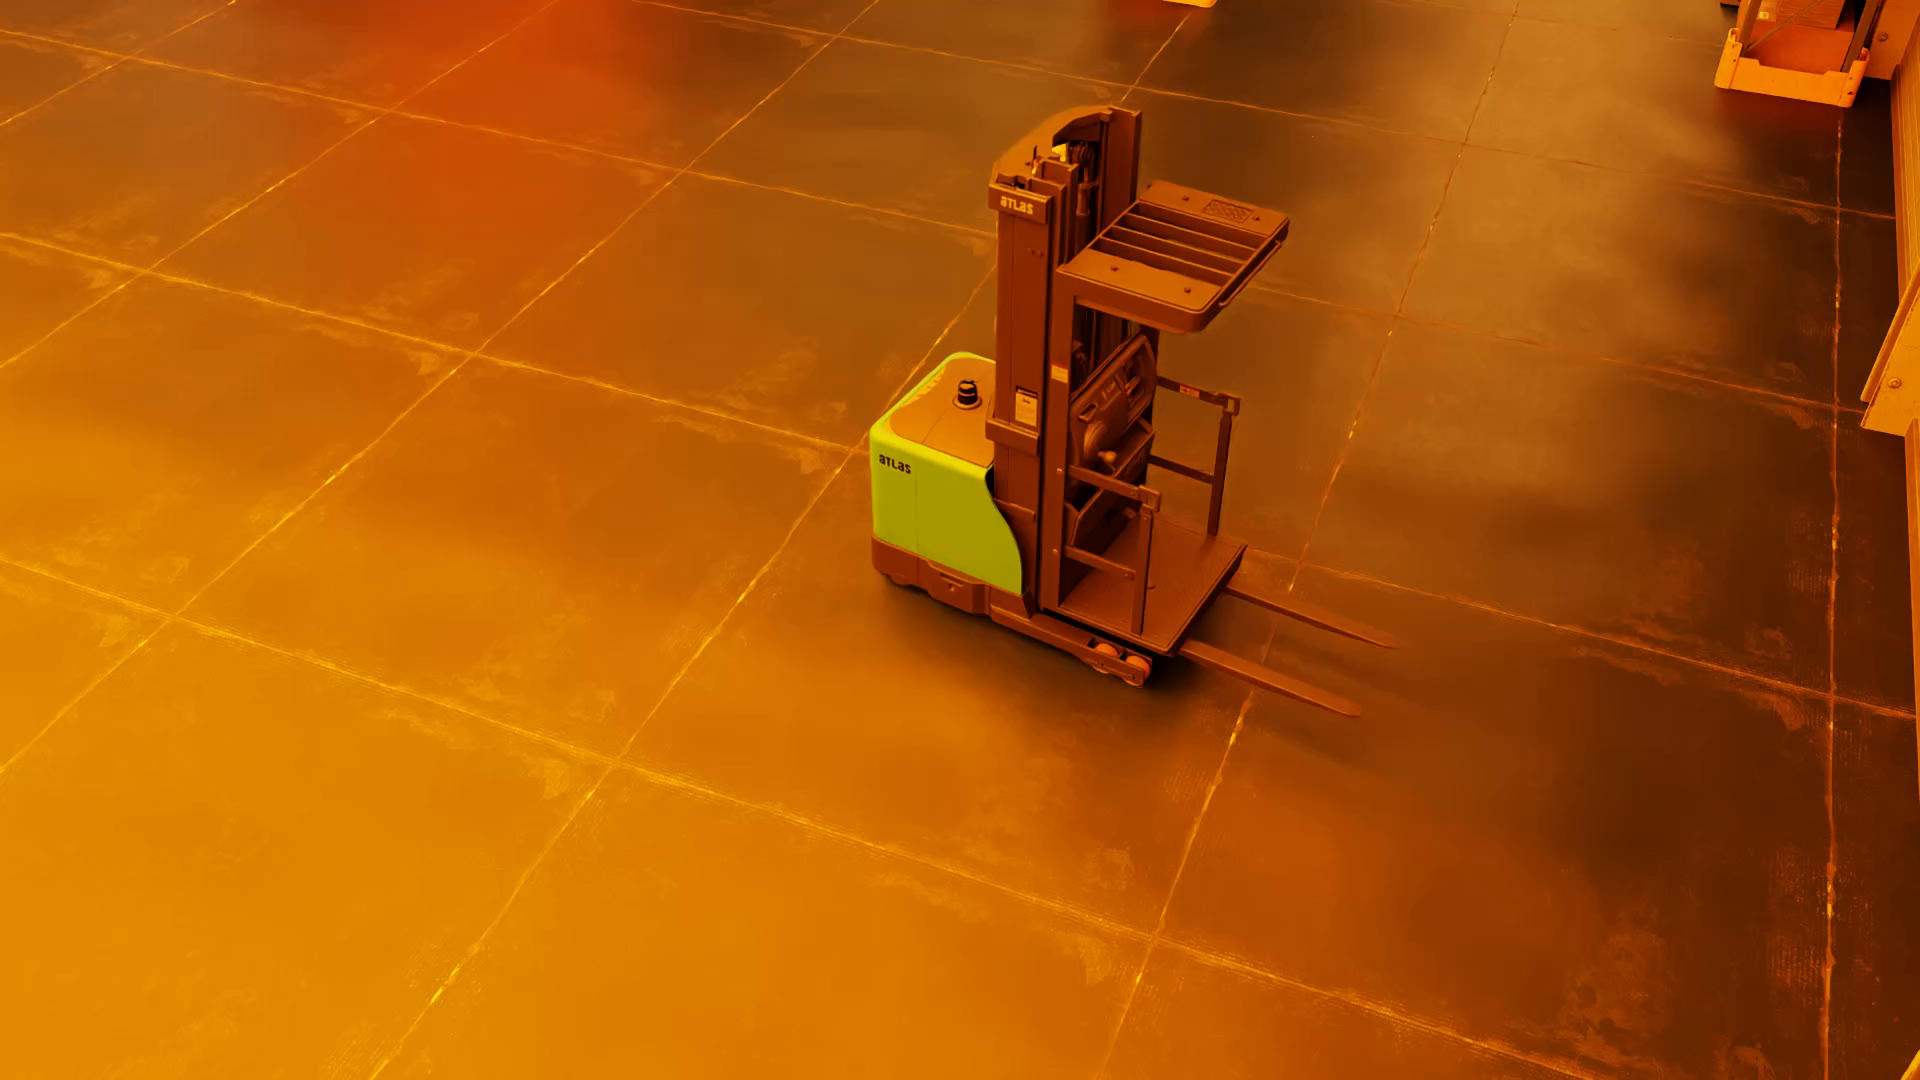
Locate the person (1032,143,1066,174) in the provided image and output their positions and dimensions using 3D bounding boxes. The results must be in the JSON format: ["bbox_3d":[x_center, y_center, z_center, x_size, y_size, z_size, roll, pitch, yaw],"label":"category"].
[{"bbox_3d":[0.636,-2.040,11.428,0.730,1.673,0.853,-1,40,-2],"label":"person"}]

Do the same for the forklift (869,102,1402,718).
[{"bbox_3d":[0.998,-0.700,8.842,3.031,2.935,1.130,21,44,23],"label":"forklift"}]
